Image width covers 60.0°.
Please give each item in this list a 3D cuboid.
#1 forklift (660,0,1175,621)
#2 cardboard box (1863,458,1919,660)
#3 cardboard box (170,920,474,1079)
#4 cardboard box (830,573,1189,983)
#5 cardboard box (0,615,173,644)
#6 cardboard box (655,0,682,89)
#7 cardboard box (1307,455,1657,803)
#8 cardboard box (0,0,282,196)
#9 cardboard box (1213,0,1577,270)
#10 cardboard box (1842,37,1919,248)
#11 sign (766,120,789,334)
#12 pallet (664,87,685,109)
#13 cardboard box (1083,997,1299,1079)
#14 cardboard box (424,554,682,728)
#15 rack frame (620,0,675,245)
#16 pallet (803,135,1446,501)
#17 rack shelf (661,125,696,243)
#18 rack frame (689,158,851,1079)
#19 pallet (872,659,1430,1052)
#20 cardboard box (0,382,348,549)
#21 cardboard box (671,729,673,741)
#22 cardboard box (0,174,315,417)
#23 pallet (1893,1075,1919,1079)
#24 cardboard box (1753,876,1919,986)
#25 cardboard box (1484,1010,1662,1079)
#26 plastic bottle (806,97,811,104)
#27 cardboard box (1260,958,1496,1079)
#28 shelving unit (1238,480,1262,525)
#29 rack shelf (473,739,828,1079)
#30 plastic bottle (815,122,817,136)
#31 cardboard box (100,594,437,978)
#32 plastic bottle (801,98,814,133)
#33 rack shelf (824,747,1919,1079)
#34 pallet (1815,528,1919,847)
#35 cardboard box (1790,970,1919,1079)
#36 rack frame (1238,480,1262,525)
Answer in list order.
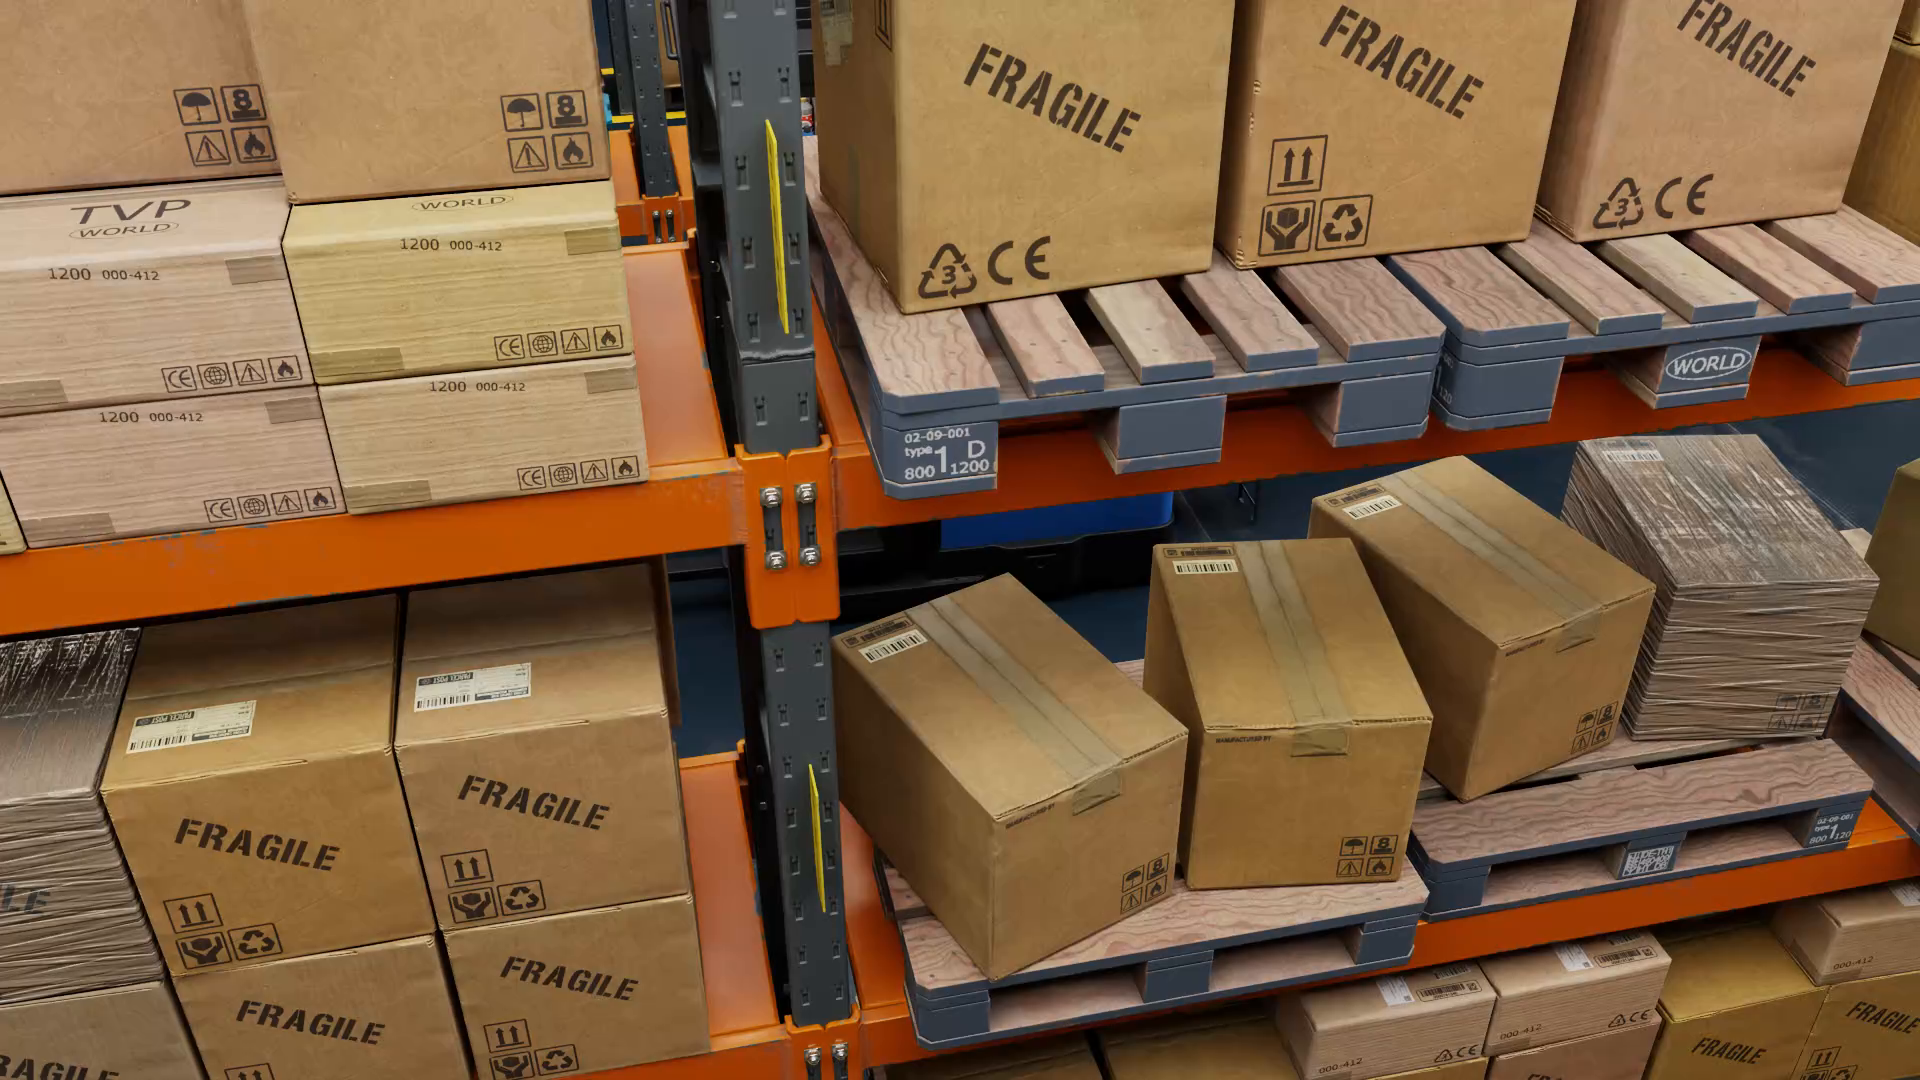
[{"bbox_3d":[-0.619,-1.151,6.836,3.031,2.935,1.130,-6,34,-9],"label":"forklift"},{"bbox_3d":[2.895,0.103,4.437,0.500,0.500,0.700,-19,38,-26],"label":"cardboard box"},{"bbox_3d":[-1.351,0.896,3.633,0.500,0.500,0.500,-6,34,-9],"label":"cardboard box"},{"bbox_3d":[0.094,0.520,3.817,0.500,0.500,0.700,-19,38,-26],"label":"cardboard box"},{"bbox_3d":[-1.944,0.247,3.703,0.500,0.500,0.500,-8,35,-12],"label":"cardboard box"},{"bbox_3d":[-1.979,-4.094,12.689,0.875,0.875,1.225,-7,35,-10],"label":"cardboard box"},{"bbox_3d":[1.292,0.206,4.285,0.500,0.500,0.700,-16,37,-22],"label":"cardboard box"},{"bbox_3d":[-1.402,-0.965,2.817,0.500,0.500,0.700,-7,35,-11],"label":"cardboard box"},{"bbox_3d":[0.737,-0.947,3.221,0.600,0.600,0.600,-8,35,-11],"label":"cardboard box"},{"bbox_3d":[2.061,-0.908,3.629,0.500,0.500,0.910,-7,35,-11],"label":"cardboard box"},{"bbox_3d":[-0.290,-0.494,2.638,0.005,0.325,0.100,-7,35,-11],"label":"sign"},{"bbox_3d":[-1.863,-3.690,13.059,1.213,0.211,1.003,-7,35,-11],"label":"pallet"},{"bbox_3d":[0.626,1.529,4.628,0.500,0.500,0.500,-7,34,-10],"label":"cardboard box"},{"bbox_3d":[-0.939,0.121,3.891,0.500,0.500,0.500,-6,34,-9],"label":"cardboard box"},{"bbox_3d":[-1.506,-2.020,8.069,0.127,3.000,1.000,-7,35,-11],"label":"rack frame"},{"bbox_3d":[0.234,-0.537,3.335,1.003,0.211,1.213,-7,35,-11],"label":"pallet"},{"bbox_3d":[0.444,-1.967,8.635,4.000,0.370,1.077,-7,35,-11],"label":"rack shelf"},{"bbox_3d":[-0.417,0.672,4.056,0.127,3.000,1.000,-7,35,-11],"label":"rack frame"},{"bbox_3d":[0.386,0.713,4.168,1.213,0.211,1.003,-7,35,-11],"label":"pallet"},{"bbox_3d":[-1.323,-0.251,2.875,0.500,0.250,0.500,-7,35,-11],"label":"cardboard box"},{"bbox_3d":[-0.975,0.545,4.156,0.500,0.500,0.500,-6,34,-9],"label":"cardboard box"},{"bbox_3d":[-1.320,-0.452,2.725,0.500,0.250,0.500,-7,35,-11],"label":"cardboard box"},{"bbox_3d":[2.747,1.410,5.460,1.213,0.211,1.003,-7,35,-11],"label":"pallet"},{"bbox_3d":[2.570,0.976,4.779,0.500,0.250,0.500,-6,34,-9],"label":"cardboard box"},{"bbox_3d":[1.608,1.410,4.806,0.500,0.500,0.500,-8,35,-12],"label":"cardboard box"},{"bbox_3d":[-0.837,-2.238,8.504,0.135,0.276,0.152,-7,35,-11],"label":"plastic bottle"},{"bbox_3d":[1.084,1.166,4.496,0.500,0.250,0.500,-7,35,-10],"label":"cardboard box"},{"bbox_3d":[1.135,-0.612,7.585,0.503,1.200,0.258,-6,34,-9],"label":"shelving unit"},{"bbox_3d":[-2.368,1.217,3.890,4.000,0.370,1.077,-7,35,-11],"label":"rack shelf"},{"bbox_3d":[-0.614,-1.864,7.946,0.135,0.276,0.152,-7,35,-11],"label":"plastic bottle"},{"bbox_3d":[-1.353,0.483,3.351,0.500,0.500,0.500,-8,35,-11],"label":"cardboard box"},{"bbox_3d":[-0.791,-2.141,8.427,0.097,0.201,0.097,0,34,0],"label":"plastic bottle"},{"bbox_3d":[1.533,0.725,4.623,4.000,0.370,1.077,-7,35,-11],"label":"rack shelf"},{"bbox_3d":[2.838,0.382,4.661,1.003,0.211,1.213,-7,35,-11],"label":"pallet"},{"bbox_3d":[2.624,1.278,5.001,0.500,0.500,0.500,-6,34,-9],"label":"cardboard box"},{"bbox_3d":[1.374,-0.637,7.623,0.015,1.200,0.240,-6,34,-9],"label":"rack frame"}]
